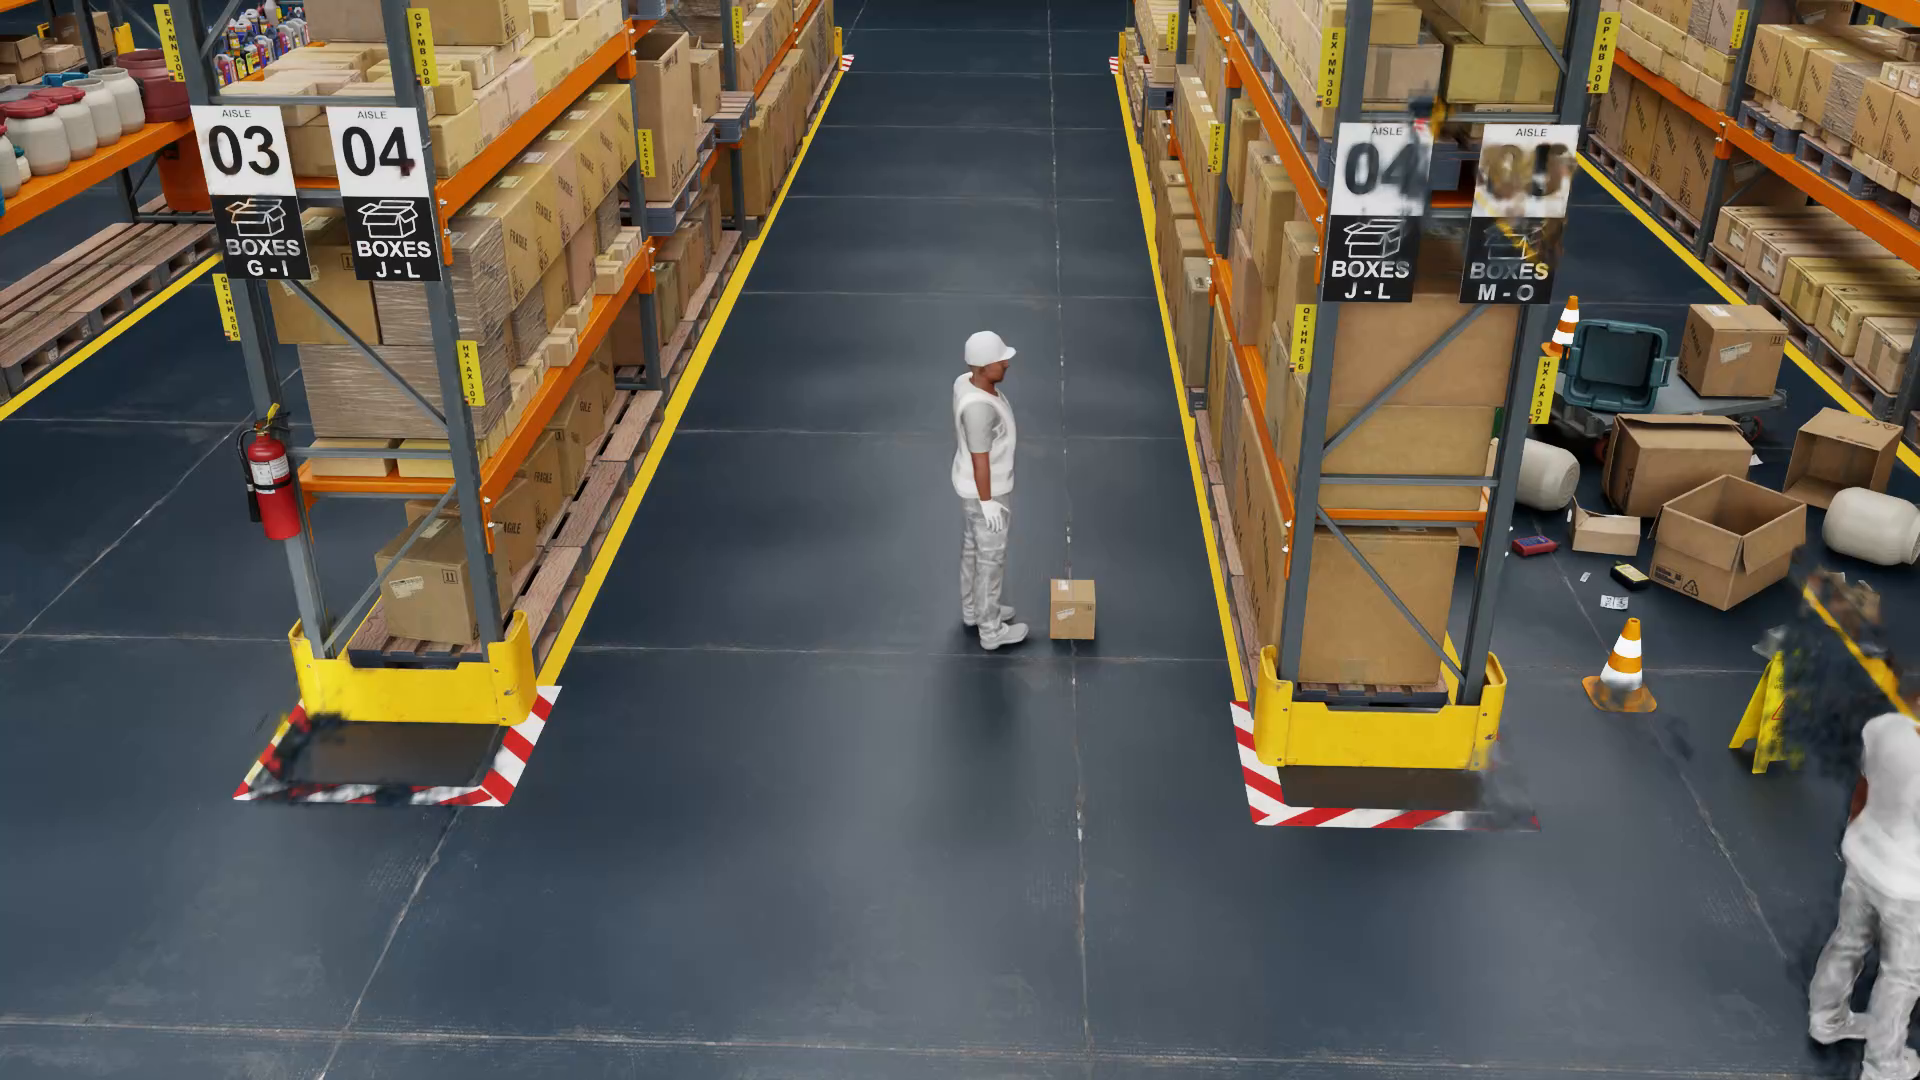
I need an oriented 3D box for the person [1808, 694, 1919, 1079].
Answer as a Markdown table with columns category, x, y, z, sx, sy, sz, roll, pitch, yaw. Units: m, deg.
| category | x | y | z | sx | sy | sz | roll | pitch | yaw |
| --- | --- | --- | --- | --- | --- | --- | --- | --- | --- |
| person | 0.168 | -0.301 | 9.152 | 0.414 | 1.786 | 0.602 | -2 | 28 | -4 |
